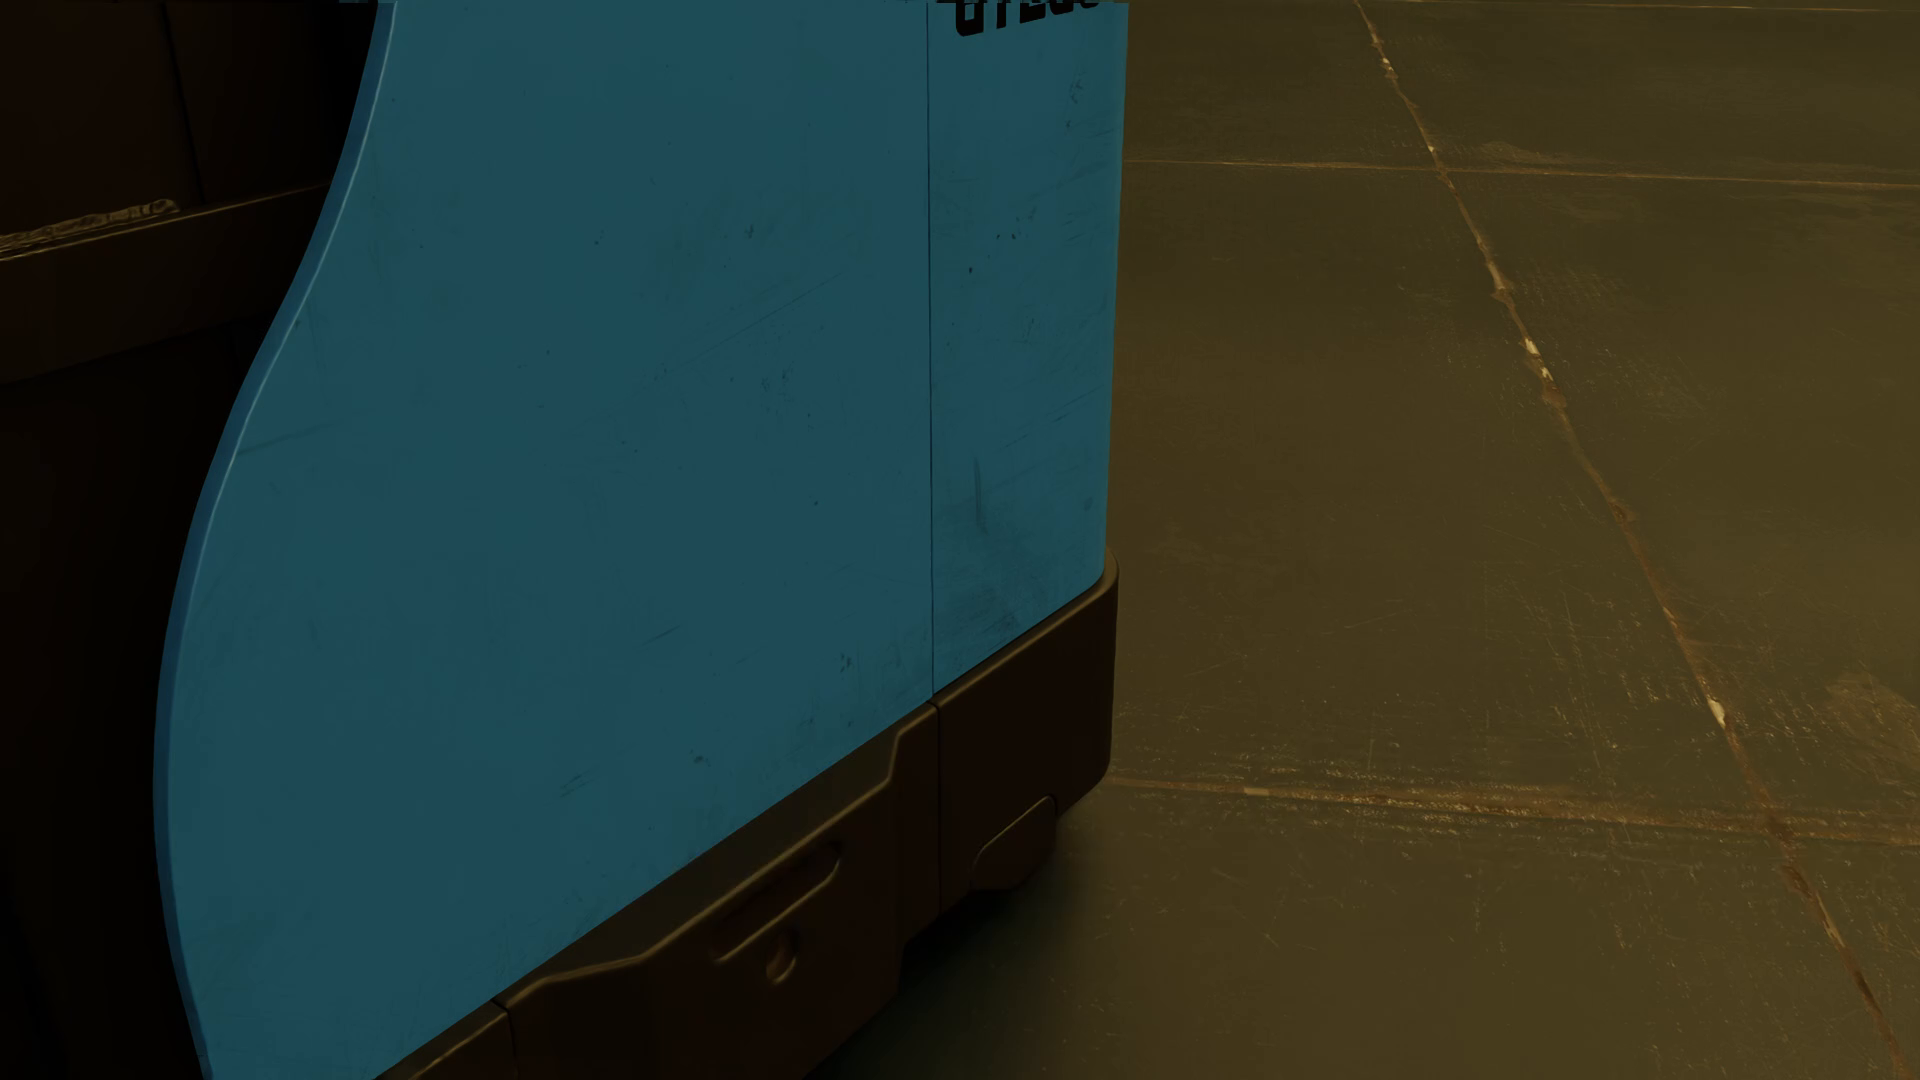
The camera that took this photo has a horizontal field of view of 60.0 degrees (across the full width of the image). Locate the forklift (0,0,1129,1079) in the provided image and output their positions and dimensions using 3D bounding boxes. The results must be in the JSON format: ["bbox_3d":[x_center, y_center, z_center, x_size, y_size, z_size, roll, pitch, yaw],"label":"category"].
[{"bbox_3d":[-1.125,-0.621,0.462,1.130,2.935,3.031,19,32,33],"label":"forklift"}]
